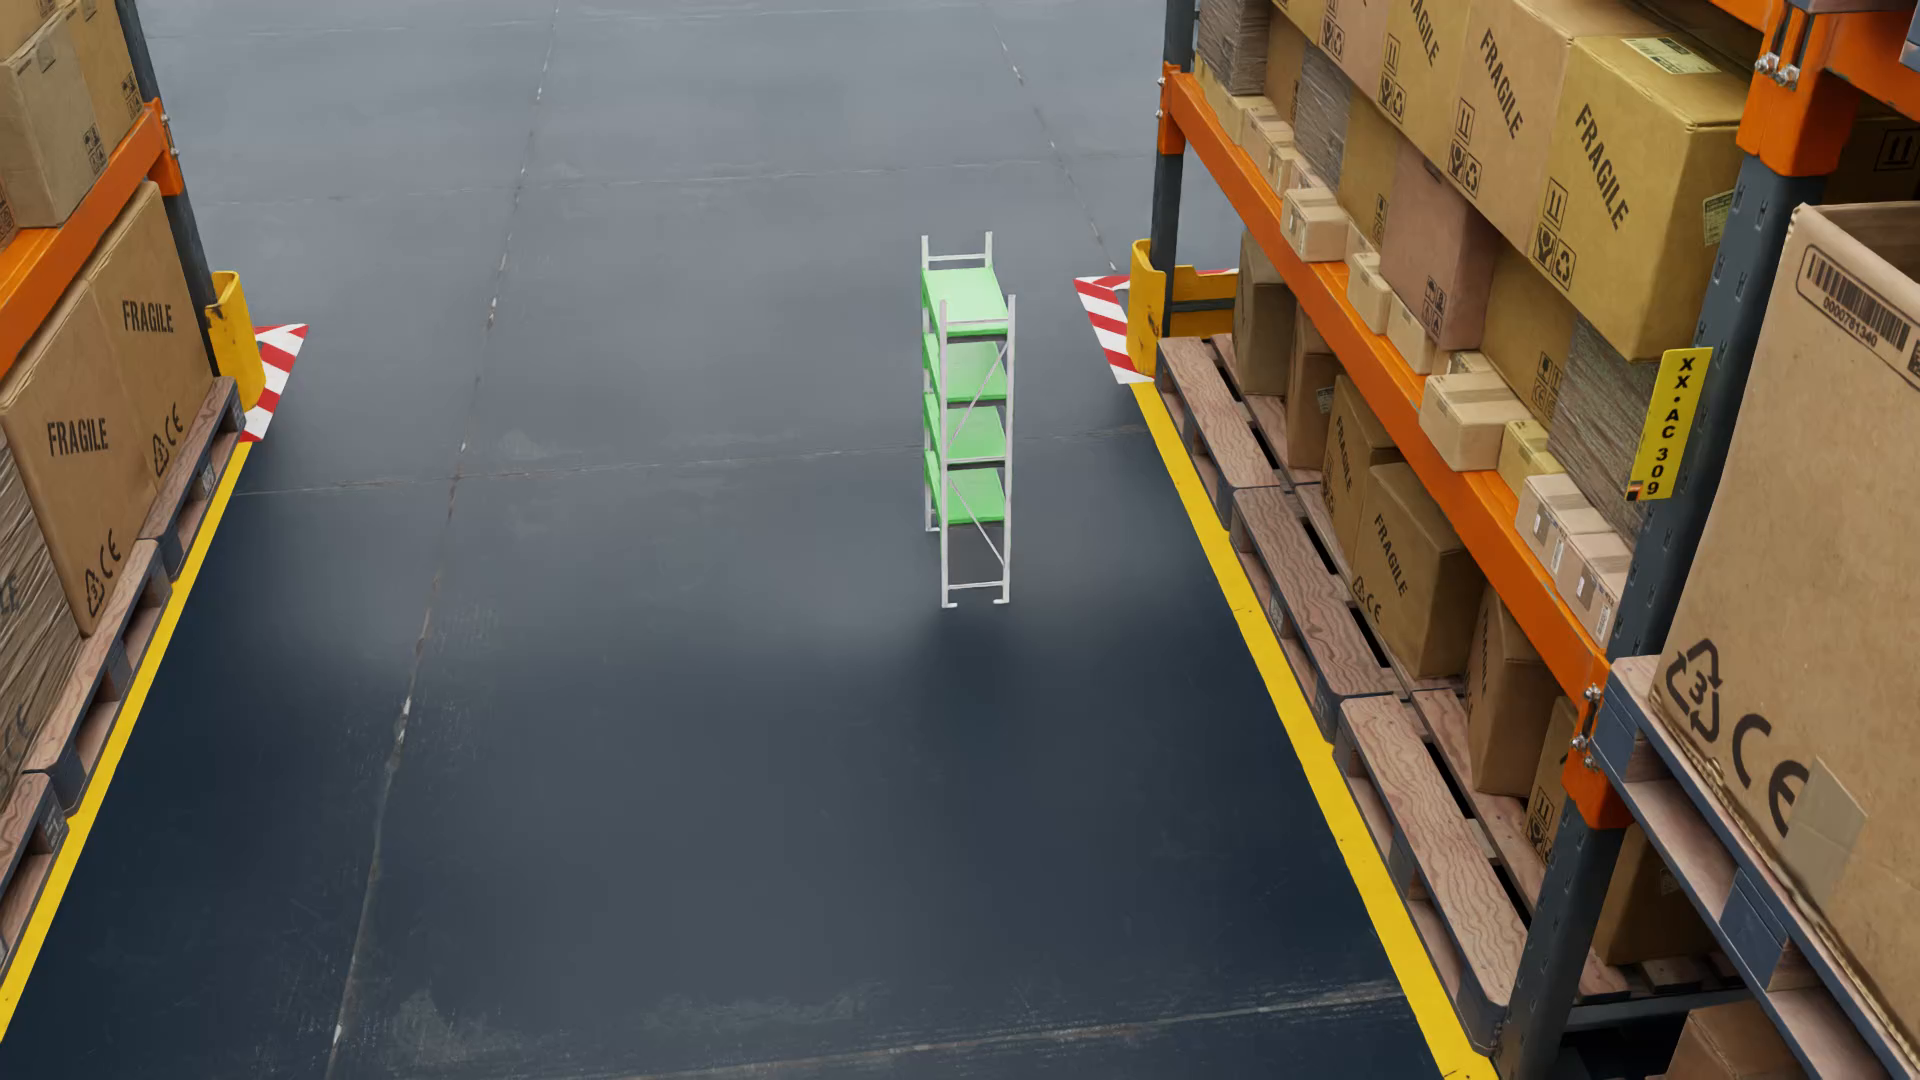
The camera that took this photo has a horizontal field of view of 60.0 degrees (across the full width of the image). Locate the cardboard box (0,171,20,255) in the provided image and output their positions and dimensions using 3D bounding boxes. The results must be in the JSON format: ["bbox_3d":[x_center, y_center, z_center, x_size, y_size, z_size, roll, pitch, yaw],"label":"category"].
[{"bbox_3d":[-3.452,-1.046,4.988,0.875,0.550,0.550,-4,35,-6],"label":"cardboard box"}]

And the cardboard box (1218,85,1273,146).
[{"bbox_3d":[1.171,-1.572,6.116,0.380,0.149,0.250,-4,35,-6],"label":"cardboard box"}]

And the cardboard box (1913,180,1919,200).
[{"bbox_3d":[2.065,-0.750,3.446,0.500,0.500,0.500,-4,35,-6],"label":"cardboard box"}]

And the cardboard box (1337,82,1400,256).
[{"bbox_3d":[1.648,-1.158,4.932,0.875,0.500,0.500,-4,35,-6],"label":"cardboard box"}]

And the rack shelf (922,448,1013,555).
[{"bbox_3d":[0.022,-0.152,5.948,0.258,0.148,0.480,-4,35,-6],"label":"rack shelf"}]

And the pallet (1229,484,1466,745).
[{"bbox_3d":[1.580,0.196,5.775,1.003,0.211,1.213,-4,35,-6],"label":"pallet"}]

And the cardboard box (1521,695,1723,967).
[{"bbox_3d":[1.859,0.731,4.361,0.500,0.500,0.500,-5,35,-8],"label":"cardboard box"}]

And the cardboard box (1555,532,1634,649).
[{"bbox_3d":[1.553,0.104,3.657,0.380,0.149,0.250,-4,35,-6],"label":"cardboard box"}]

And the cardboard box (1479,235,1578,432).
[{"bbox_3d":[1.842,-0.604,4.120,0.875,0.500,0.500,-4,35,-6],"label":"cardboard box"}]

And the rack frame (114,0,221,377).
[{"bbox_3d":[-3.593,-1.815,6.250,1.000,3.000,0.127,-4,35,-6],"label":"rack frame"}]

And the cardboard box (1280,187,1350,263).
[{"bbox_3d":[1.243,-1.009,5.290,0.380,0.149,0.250,-4,35,-6],"label":"cardboard box"}]

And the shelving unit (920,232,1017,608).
[{"bbox_3d":[0.022,-0.403,5.777,0.258,1.200,0.503,-4,35,-6],"label":"shelving unit"}]

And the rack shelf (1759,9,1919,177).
[{"bbox_3d":[2.142,0.272,1.163,1.077,0.370,4.000,-4,35,-6],"label":"rack shelf"}]

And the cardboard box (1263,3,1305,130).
[{"bbox_3d":[1.568,-1.720,5.757,0.875,0.500,0.500,-4,35,-6],"label":"cardboard box"}]

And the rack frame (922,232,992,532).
[{"bbox_3d":[-0.011,-0.540,5.976,0.240,1.200,0.015,-4,35,-6],"label":"rack frame"}]

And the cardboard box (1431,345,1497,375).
[{"bbox_3d":[1.508,-0.461,4.486,0.380,0.149,0.250,-4,35,-6],"label":"cardboard box"}]

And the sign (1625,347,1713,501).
[{"bbox_3d":[1.337,-0.215,3.133,0.100,0.325,0.005,-4,35,-6],"label":"sign"}]

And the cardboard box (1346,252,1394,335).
[{"bbox_3d":[1.366,-0.734,4.887,0.380,0.149,0.250,-4,35,-6],"label":"cardboard box"}]

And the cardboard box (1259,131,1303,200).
[{"bbox_3d":[1.251,-1.294,5.708,0.380,0.149,0.250,-4,35,-6],"label":"cardboard box"}]

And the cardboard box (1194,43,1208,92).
[{"bbox_3d":[1.137,-1.853,6.529,0.380,0.149,0.250,-4,35,-6],"label":"cardboard box"}]

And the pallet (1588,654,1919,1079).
[{"bbox_3d":[1.832,0.615,2.855,1.003,0.211,1.213,-4,35,-6],"label":"pallet"}]

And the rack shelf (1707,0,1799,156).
[{"bbox_3d":[1.604,-1.961,4.439,1.077,0.370,4.000,-4,35,-6],"label":"rack shelf"}]

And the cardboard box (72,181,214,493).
[{"bbox_3d":[-3.437,-0.737,6.182,0.875,0.875,0.875,-4,34,-6],"label":"cardboard box"}]

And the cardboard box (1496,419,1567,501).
[{"bbox_3d":[1.555,-0.180,4.074,0.380,0.149,0.250,-4,35,-6],"label":"cardboard box"}]

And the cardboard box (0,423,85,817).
[{"bbox_3d":[-3.196,0.262,4.715,0.875,0.875,0.875,-4,34,-6],"label":"cardboard box"}]

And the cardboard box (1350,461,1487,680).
[{"bbox_3d":[1.613,0.071,5.328,0.500,0.500,0.500,-7,35,-11],"label":"cardboard box"}]

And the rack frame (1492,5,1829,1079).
[{"bbox_3d":[1.873,0.098,3.443,1.000,3.000,0.127,-4,35,-6],"label":"rack frame"}]

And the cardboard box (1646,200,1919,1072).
[{"bbox_3d":[1.841,0.130,2.490,1.000,1.000,1.000,-4,34,-6],"label":"cardboard box"}]

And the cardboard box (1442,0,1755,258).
[{"bbox_3d":[1.471,-0.989,3.797,0.500,0.500,0.500,-4,35,-6],"label":"cardboard box"}]

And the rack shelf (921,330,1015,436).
[{"bbox_3d":[0.022,-0.549,5.677,0.258,0.148,0.480,-4,35,-6],"label":"rack shelf"}]

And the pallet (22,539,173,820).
[{"bbox_3d":[-3.247,0.457,5.392,1.003,0.211,1.213,-4,35,-6],"label":"pallet"}]

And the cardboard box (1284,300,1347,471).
[{"bbox_3d":[1.517,-0.594,6.305,0.500,0.500,0.500,4,35,6],"label":"cardboard box"}]

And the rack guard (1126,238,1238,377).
[{"bbox_3d":[1.345,-1.059,7.360,1.175,0.500,0.348,-4,35,-6],"label":"rack guard"}]

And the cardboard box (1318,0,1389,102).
[{"bbox_3d":[1.341,-1.547,4.616,0.500,0.500,0.500,-4,35,-6],"label":"cardboard box"}]

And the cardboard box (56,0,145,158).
[{"bbox_3d":[-3.498,-1.673,5.909,0.875,0.550,0.550,-4,35,-6],"label":"cardboard box"}]
